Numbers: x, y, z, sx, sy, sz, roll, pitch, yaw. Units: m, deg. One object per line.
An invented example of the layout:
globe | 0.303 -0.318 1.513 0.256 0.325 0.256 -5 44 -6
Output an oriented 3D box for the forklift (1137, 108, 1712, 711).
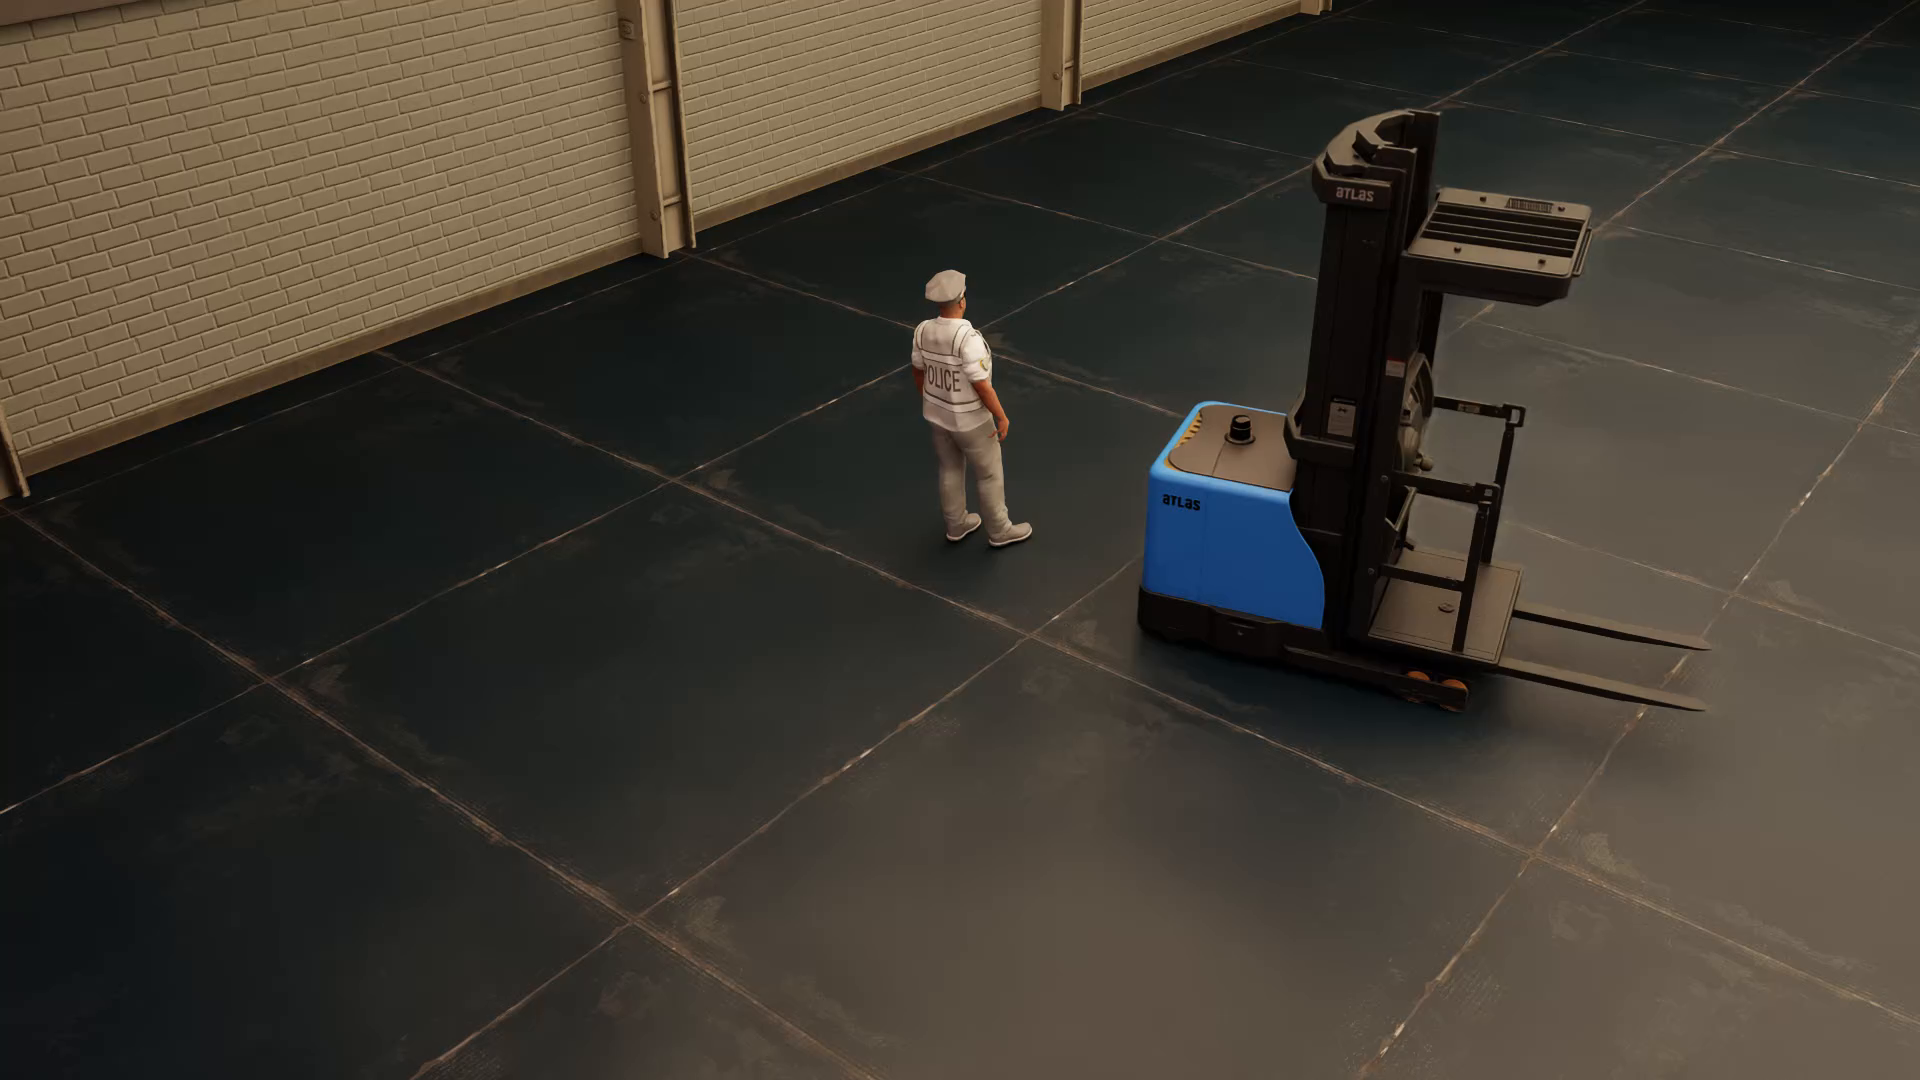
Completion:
forklift | 2.584 -0.654 8.714 3.031 2.935 1.130 12 33 20

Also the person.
person | 0.058 -0.802 10.092 0.640 1.781 0.575 22 37 33
